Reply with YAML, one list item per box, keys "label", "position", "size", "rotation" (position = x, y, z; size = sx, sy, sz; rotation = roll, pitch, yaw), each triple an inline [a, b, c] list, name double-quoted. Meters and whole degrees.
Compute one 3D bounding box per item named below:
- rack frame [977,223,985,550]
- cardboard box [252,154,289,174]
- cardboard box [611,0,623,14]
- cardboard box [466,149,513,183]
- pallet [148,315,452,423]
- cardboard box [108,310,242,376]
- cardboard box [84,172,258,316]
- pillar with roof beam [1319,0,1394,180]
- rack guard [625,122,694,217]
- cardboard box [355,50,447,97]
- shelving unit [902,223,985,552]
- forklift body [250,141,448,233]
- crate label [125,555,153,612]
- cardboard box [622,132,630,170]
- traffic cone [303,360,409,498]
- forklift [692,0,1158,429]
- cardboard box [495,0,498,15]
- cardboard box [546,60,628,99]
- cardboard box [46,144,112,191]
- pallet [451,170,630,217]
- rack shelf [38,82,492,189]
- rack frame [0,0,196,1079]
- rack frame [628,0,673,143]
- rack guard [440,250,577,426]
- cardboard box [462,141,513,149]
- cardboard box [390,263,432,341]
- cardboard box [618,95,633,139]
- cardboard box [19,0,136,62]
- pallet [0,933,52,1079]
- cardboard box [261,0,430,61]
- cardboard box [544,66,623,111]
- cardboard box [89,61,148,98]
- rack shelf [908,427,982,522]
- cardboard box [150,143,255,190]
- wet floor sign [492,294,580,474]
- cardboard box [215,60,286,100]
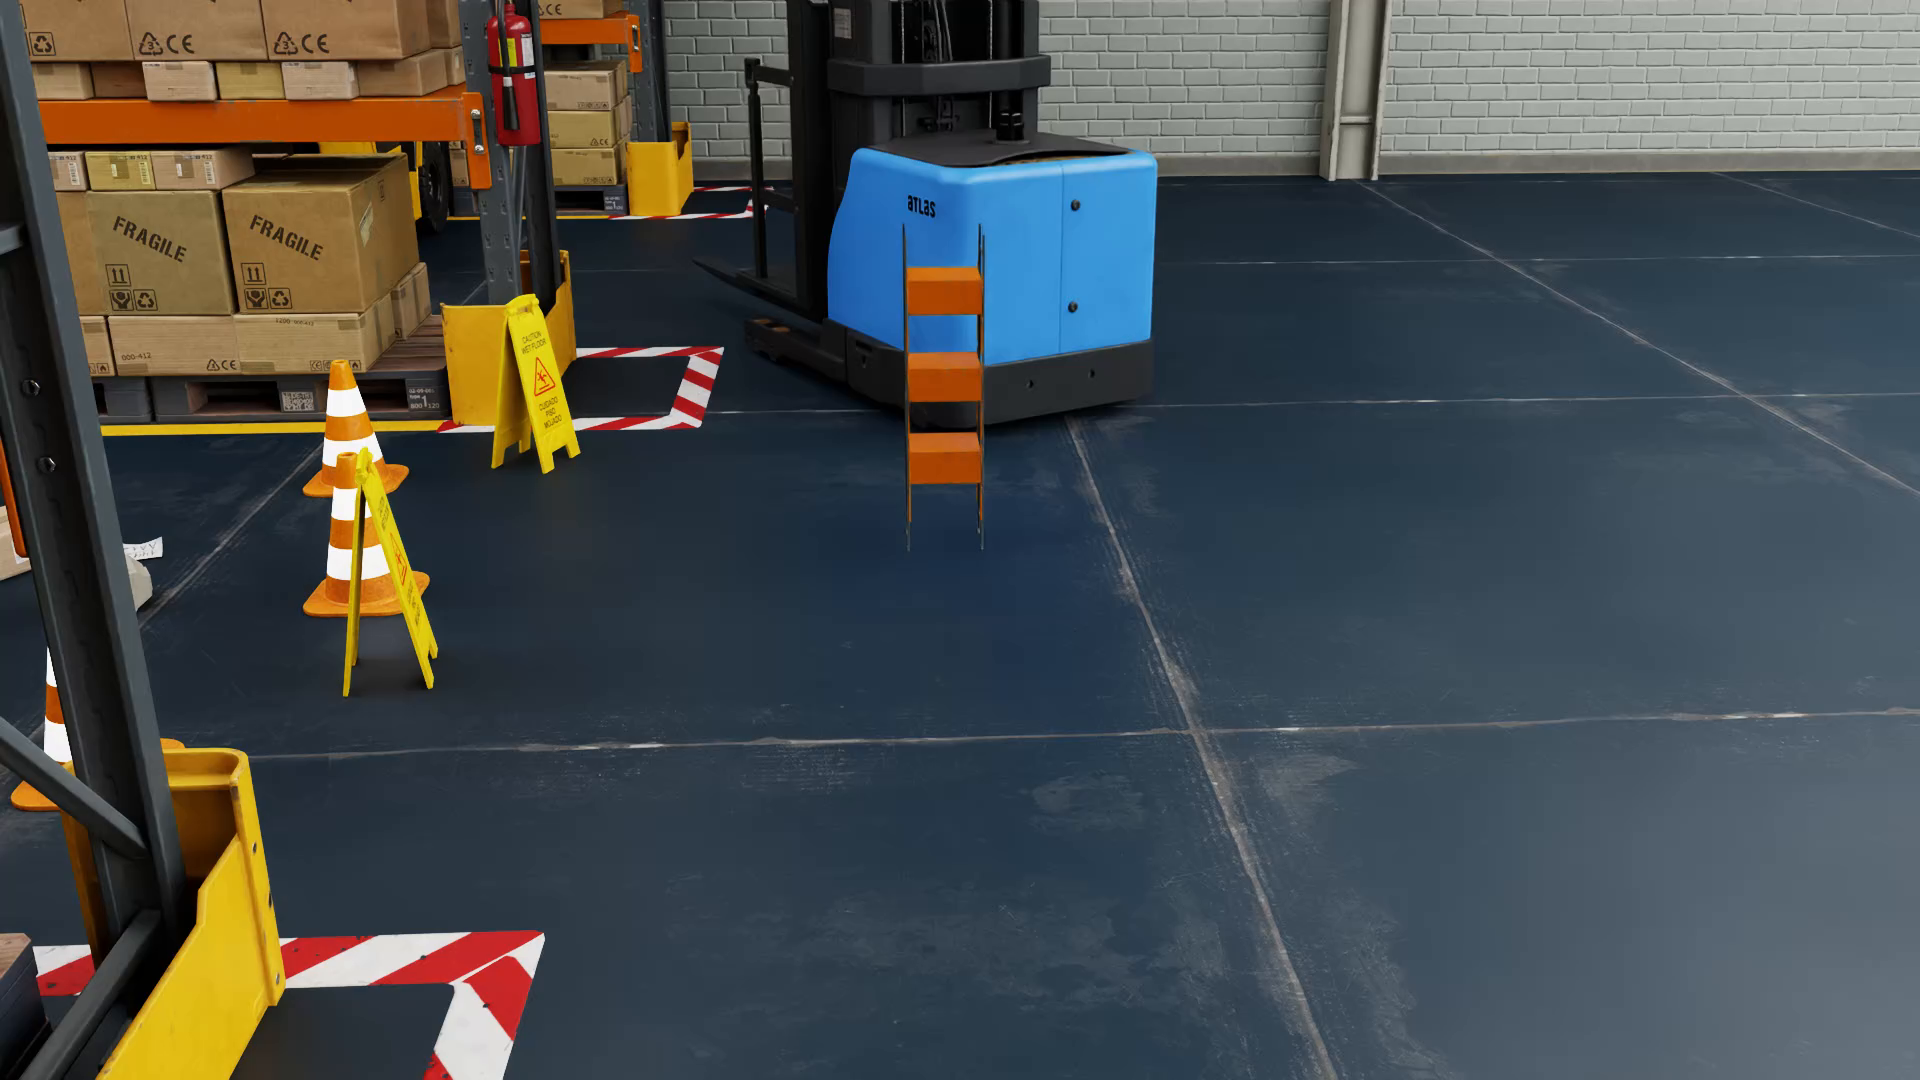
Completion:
- label: "rack frame"
  position: [0.068, -0.492, 5.438]
  size: [0.008, 1.050, 0.200]
  rotation: [-1, 21, -3]
- label: "cardboard box"
  position: [-3.253, -1.414, 7.340]
  size: [0.500, 0.500, 0.500]
  rotation: [-2, 21, -5]
- label: "cardboard box"
  position: [-2.684, -3.982, 11.723]
  size: [0.500, 0.500, 0.500]
  rotation: [0, 21, -1]
- label: "cardboard box"
  position: [-3.122, -2.629, 11.585]
  size: [0.500, 0.250, 0.500]
  rotation: [-1, 21, -3]
- label: "pallet"
  position: [-2.776, -0.775, 7.359]
  size: [1.213, 0.211, 1.003]
  rotation: [-1, 21, -3]
- label: "cardboard box"
  position: [-3.196, -0.875, 6.977]
  size: [0.500, 0.250, 0.500]
  rotation: [-1, 21, -3]
- label: "cardboard box"
  position: [-3.193, -1.224, 6.841]
  size: [0.500, 0.500, 0.500]
  rotation: [0, 21, -1]
- label: "pillar with roof beam"
  position: [3.316, -5.549, 7.548]
  size: [0.400, 9.000, 9.100]
  rotation: [-1, 21, -3]
- label: "rack guard"
  position: [-2.150, -2.679, 11.954]
  size: [0.348, 0.500, 1.175]
  rotation: [-1, 21, -3]
- label: "cardboard box"
  position: [-2.248, -1.882, 6.702]
  size: [0.250, 0.149, 0.380]
  rotation: [0, 21, -1]
- label: "shelving unit"
  position: [-0.053, -0.490, 5.431]
  size: [0.252, 1.050, 0.215]
  rotation: [-1, 21, -3]
- label: "forklift body"
  position: [-3.963, -2.763, 9.856]
  size: [1.214, 2.155, 2.313]
  rotation: [-1, 21, -3]
- label: "crate label"
  position: [-2.621, 0.147, 5.043]
  size: [0.298, 0.136, 0.250]
  rotation: [-13, 24, -31]
- label: "cardboard box"
  position: [-2.675, -2.817, 12.079]
  size: [0.500, 0.250, 0.500]
  rotation: [-1, 21, -3]
- label: "traffic cone"
  position: [-2.242, -0.431, 6.102]
  size: [0.334, 0.463, 0.336]
  rotation: [-1, 21, -3]
- label: "forklift"
  position: [-0.378, -2.285, 7.503]
  size: [1.130, 2.935, 3.031]
  rotation: [-12, 24, -29]
- label: "cardboard box"
  position: [-3.169, -3.783, 11.200]
  size: [0.500, 0.500, 0.500]
  rotation: [-1, 21, -1]
- label: "cardboard box"
  position: [-2.664, -3.282, 11.896]
  size: [0.500, 0.250, 0.500]
  rotation: [-1, 21, -4]
- label: "cardboard box"
  position: [-3.549, -1.499, 6.652]
  size: [0.250, 0.149, 0.380]
  rotation: [0, 21, -1]
- label: "pallet"
  position: [-2.935, -2.513, 11.925]
  size: [1.213, 0.211, 1.003]
  rotation: [-1, 21, -3]
- label: "rack shelf"
  position: [-3.883, -1.706, 6.899]
  size: [4.000, 0.370, 1.077]
  rotation: [-1, 21, -3]
- label: "rack frame"
  position: [-1.503, -0.327, 2.264]
  size: [0.127, 3.000, 1.000]
  rotation: [-1, 21, -3]
- label: "rack frame"
  position: [-2.174, -3.846, 11.508]
  size: [0.127, 3.000, 1.000]
  rotation: [-1, 21, -3]
- label: "rack guard"
  position: [-1.963, -0.914, 7.318]
  size: [0.348, 0.500, 1.175]
  rotation: [-1, 21, -3]
- label: "cardboard box"
  position: [-3.143, -2.864, 11.500]
  size: [0.500, 0.250, 0.500]
  rotation: [-1, 21, -4]
- label: "cardboard box"
  position: [-2.708, -1.076, 7.507]
  size: [0.500, 0.250, 0.500]
  rotation: [-1, 21, -3]
- label: "cardboard box"
  position: [-2.655, -3.056, 12.003]
  size: [0.500, 0.250, 0.500]
  rotation: [-1, 21, -2]
- label: "cardboard box"
  position: [-3.413, -2.143, 6.475]
  size: [0.500, 0.500, 0.500]
  rotation: [-1, 21, -3]
- label: "pallet"
  position: [-2.297, 1.020, 2.645]
  size: [1.213, 0.211, 1.003]
  rotation: [-1, 21, -3]
- label: "cardboard box"
  position: [-2.413, -2.160, 6.520]
  size: [0.500, 0.500, 0.500]
  rotation: [-2, 21, -4]
- label: "cardboard box"
  position: [-2.616, -3.105, 11.429]
  size: [0.500, 0.250, 0.500]
  rotation: [0, 21, -1]
- label: "cardboard box"
  position: [-3.271, -1.869, 6.667]
  size: [0.250, 0.149, 0.380]
  rotation: [-1, 21, -2]
- label: "rack shelf"
  position: [-0.053, -0.220, 5.534]
  size: [0.240, 0.259, 0.215]
  rotation: [-1, 21, -3]
- label: "cardboard box"
  position: [-3.034, -1.508, 6.675]
  size: [0.250, 0.149, 0.380]
  rotation: [-1, 21, -1]
- label: "wet floor sign"
  position: [-1.636, -0.607, 6.308]
  size: [0.232, 0.644, 0.267]
  rotation: [6, 22, 16]
- label: "cardboard box"
  position: [-2.752, -1.840, 6.592]
  size: [0.250, 0.149, 0.380]
  rotation: [-2, 21, -4]
